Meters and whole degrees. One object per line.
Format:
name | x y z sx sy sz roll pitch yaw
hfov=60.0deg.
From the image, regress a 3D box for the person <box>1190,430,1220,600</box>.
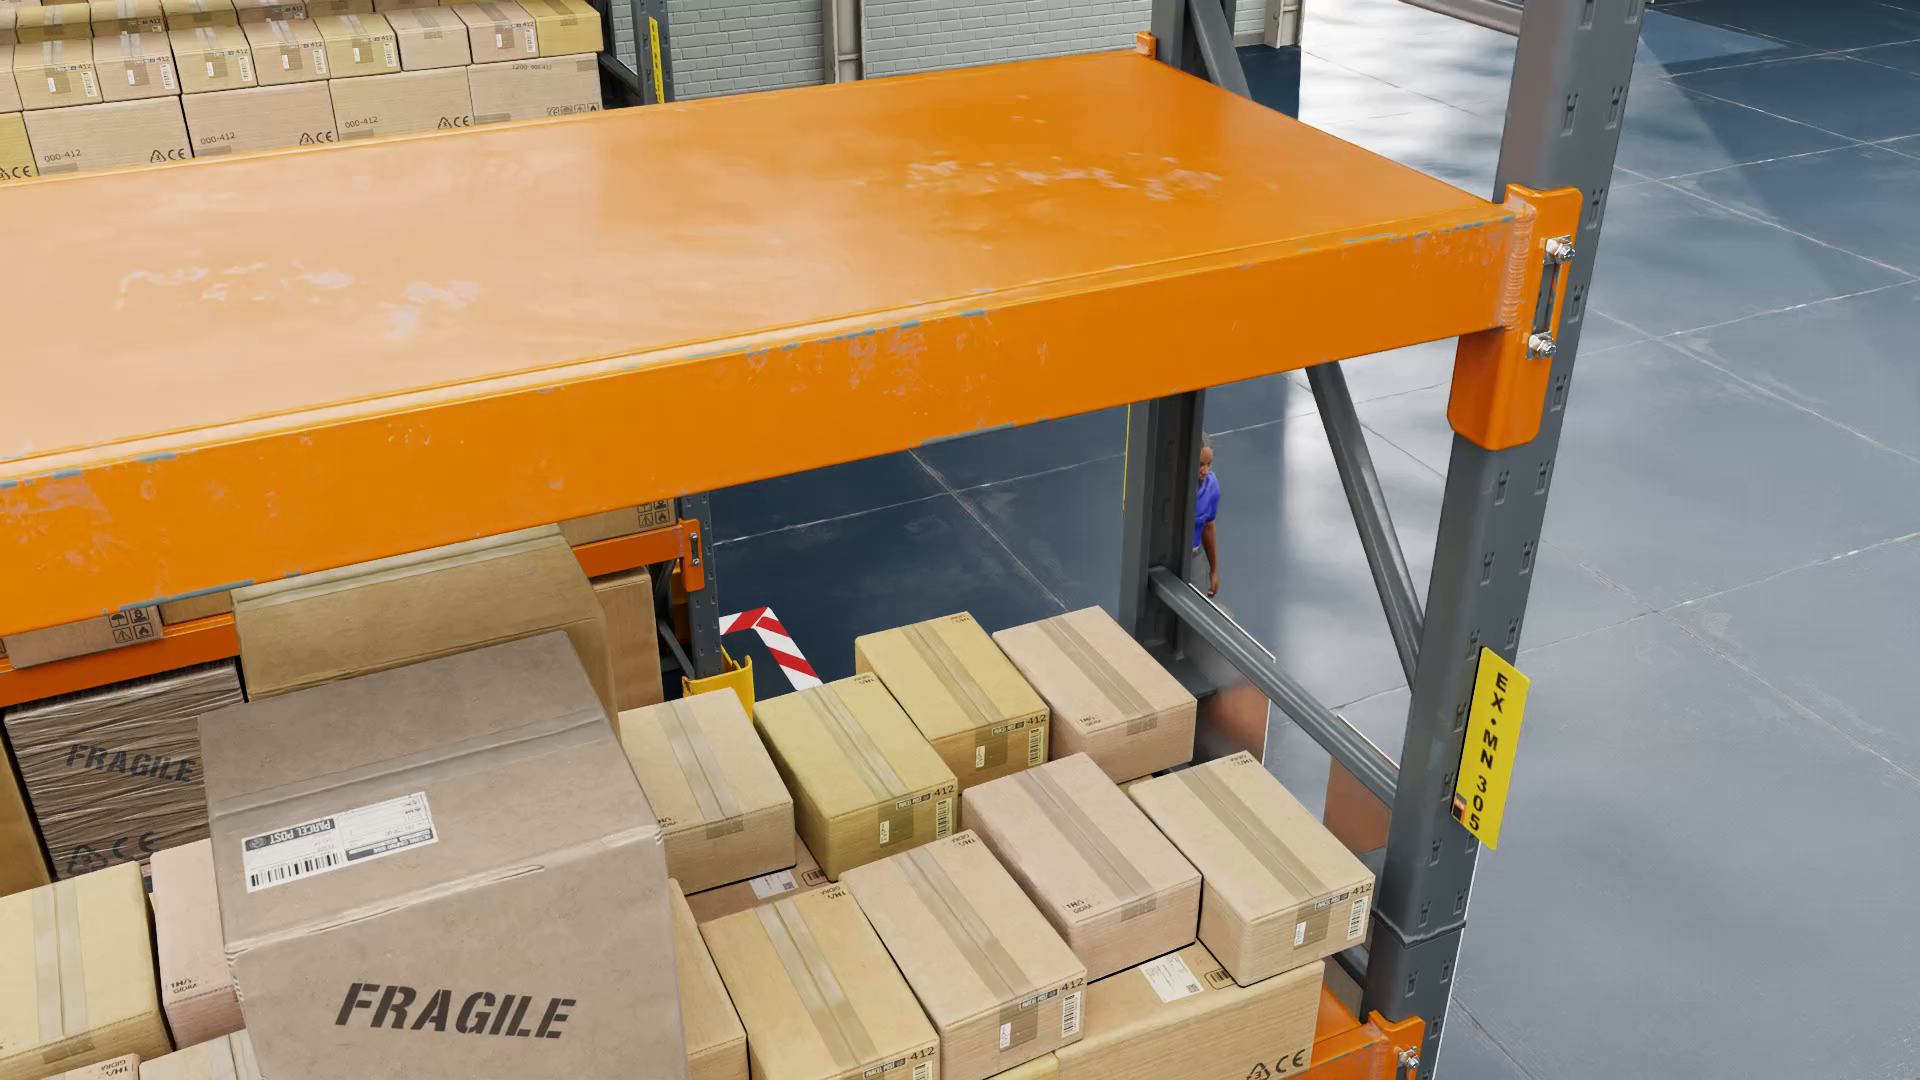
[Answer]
person | 1.043 0.205 8.087 0.529 1.656 0.395 -15 33 -24
